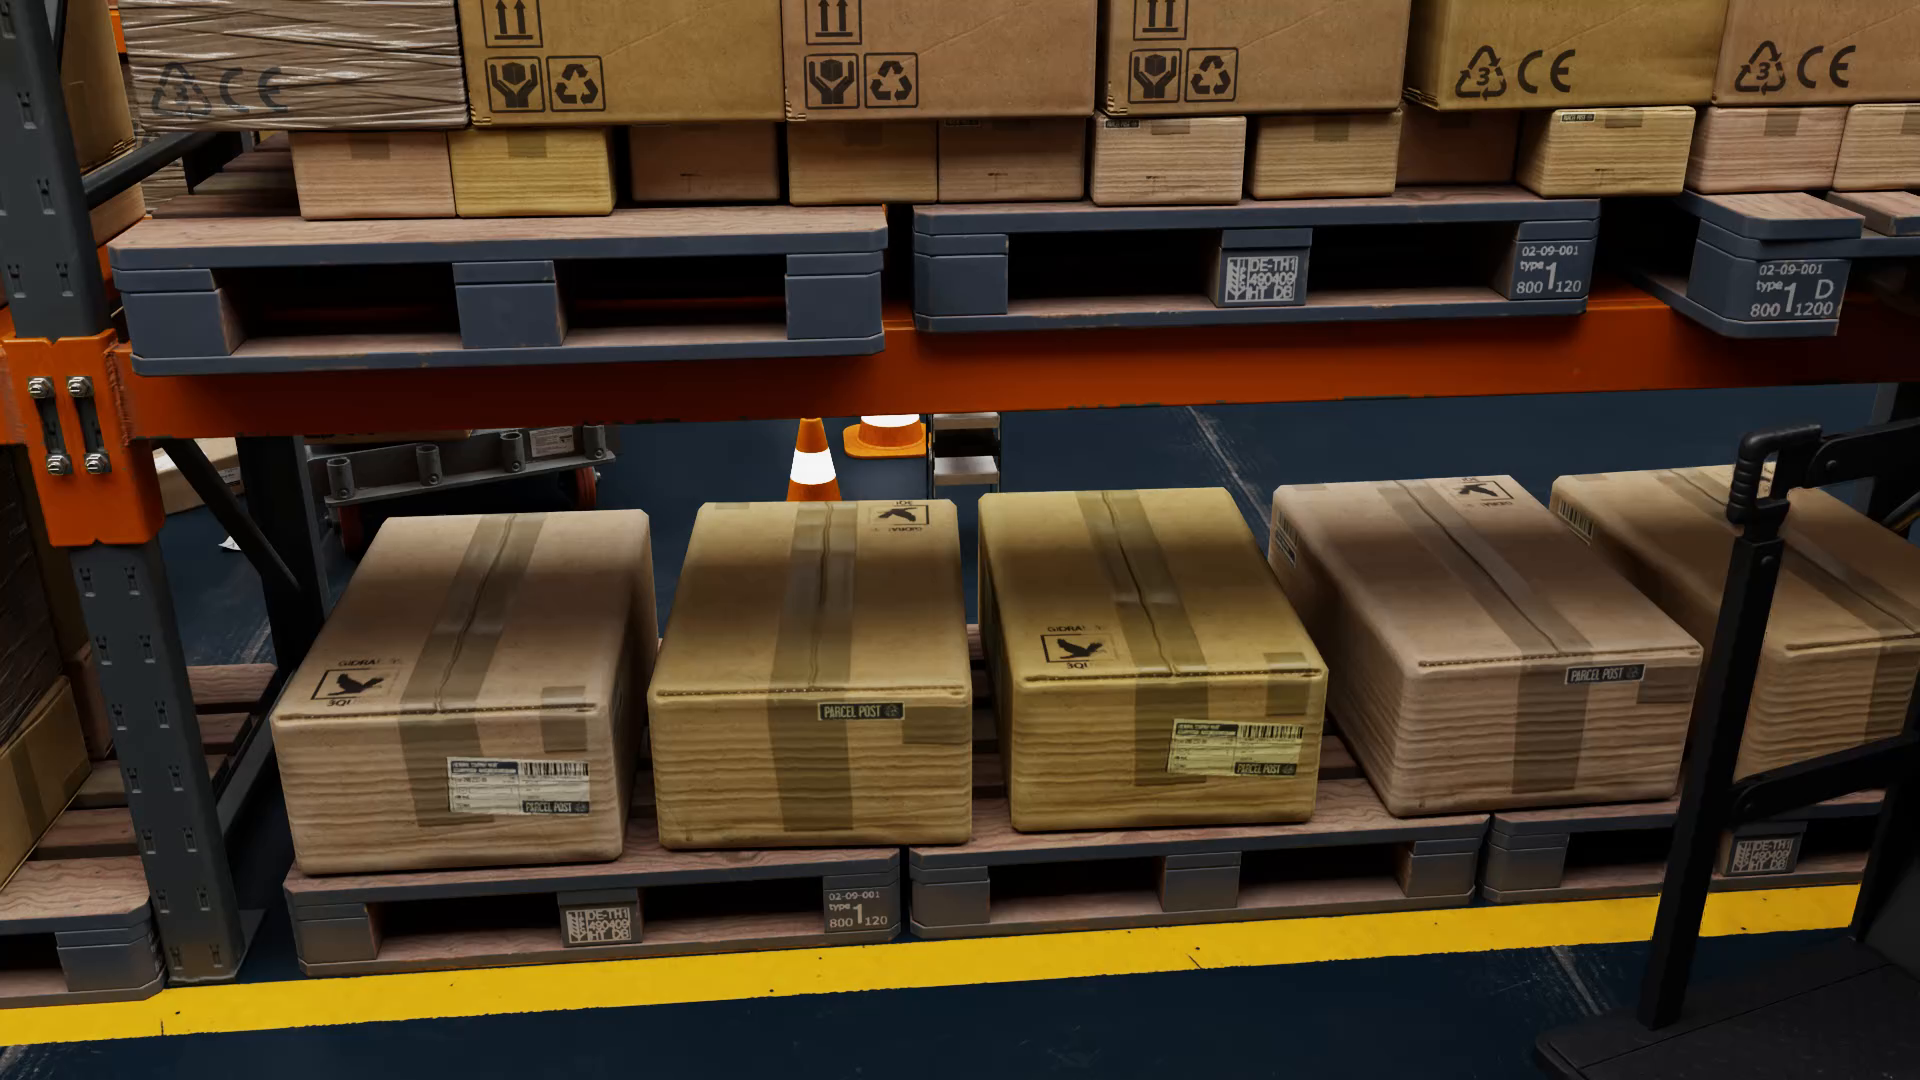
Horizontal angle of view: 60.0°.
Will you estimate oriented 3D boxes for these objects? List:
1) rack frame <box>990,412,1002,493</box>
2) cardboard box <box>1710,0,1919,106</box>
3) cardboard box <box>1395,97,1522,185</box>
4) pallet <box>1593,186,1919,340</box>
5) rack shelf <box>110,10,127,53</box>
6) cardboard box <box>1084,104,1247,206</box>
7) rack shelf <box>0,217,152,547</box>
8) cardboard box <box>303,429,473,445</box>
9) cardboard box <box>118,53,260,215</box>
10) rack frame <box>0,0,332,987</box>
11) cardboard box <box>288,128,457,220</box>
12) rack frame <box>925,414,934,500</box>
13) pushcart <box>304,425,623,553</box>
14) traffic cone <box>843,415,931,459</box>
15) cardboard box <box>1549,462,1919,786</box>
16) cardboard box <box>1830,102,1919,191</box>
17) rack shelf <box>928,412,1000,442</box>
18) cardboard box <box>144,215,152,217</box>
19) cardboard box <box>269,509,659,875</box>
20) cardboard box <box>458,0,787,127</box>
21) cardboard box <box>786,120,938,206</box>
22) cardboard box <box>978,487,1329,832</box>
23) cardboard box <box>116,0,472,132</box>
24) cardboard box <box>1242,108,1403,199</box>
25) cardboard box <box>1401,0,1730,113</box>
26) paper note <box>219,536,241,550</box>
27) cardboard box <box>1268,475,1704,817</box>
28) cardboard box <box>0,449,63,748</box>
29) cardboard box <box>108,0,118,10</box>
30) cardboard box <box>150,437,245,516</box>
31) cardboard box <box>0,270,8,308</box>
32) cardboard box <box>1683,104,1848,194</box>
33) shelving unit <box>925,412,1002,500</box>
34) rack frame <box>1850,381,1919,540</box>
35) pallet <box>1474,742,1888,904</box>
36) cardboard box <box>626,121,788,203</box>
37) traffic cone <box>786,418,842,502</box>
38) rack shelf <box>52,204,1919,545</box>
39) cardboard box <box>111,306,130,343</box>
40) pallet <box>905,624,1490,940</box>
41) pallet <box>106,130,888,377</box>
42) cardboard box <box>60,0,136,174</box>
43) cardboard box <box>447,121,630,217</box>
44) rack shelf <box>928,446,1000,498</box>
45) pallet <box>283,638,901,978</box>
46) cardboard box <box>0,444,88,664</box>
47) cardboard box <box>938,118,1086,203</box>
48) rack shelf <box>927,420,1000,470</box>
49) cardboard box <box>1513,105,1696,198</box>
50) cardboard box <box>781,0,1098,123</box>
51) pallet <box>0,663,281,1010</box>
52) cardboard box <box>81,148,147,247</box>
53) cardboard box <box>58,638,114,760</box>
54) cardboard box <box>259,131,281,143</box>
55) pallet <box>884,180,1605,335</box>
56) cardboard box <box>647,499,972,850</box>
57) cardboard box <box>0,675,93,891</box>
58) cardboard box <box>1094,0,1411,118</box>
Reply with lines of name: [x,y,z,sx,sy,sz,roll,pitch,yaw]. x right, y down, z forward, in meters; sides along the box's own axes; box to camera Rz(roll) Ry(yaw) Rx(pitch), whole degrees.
rack frame: [0.109,-0.416,5.077,0.006,0.900,0.240,-2,24,-5]
cardboard box: [1.500,-1.073,2.965,0.500,0.500,0.500,-3,24,-6]
cardboard box: [0.844,-0.773,3.089,0.250,0.149,0.380,-2,24,-5]
pallet: [1.740,-0.696,3.359,1.003,0.211,1.213,-2,24,-5]
rack shelf: [-4.119,-2.284,7.580,4.000,0.370,1.077,-2,24,-5]
cardboard box: [0.339,-0.708,2.941,0.250,0.149,0.380,-1,24,-3]
rack shelf: [-3.532,-0.287,3.088,4.000,0.370,1.077,-2,24,-5]
cardboard box: [-1.747,-0.618,5.091,0.500,0.500,0.500,-2,24,-5]
cardboard box: [-3.658,-1.879,7.883,0.875,0.875,0.875,-2,24,-5]
rack frame: [-1.542,-0.695,3.122,0.127,3.000,1.000,-2,24,-5]
cardboard box: [-0.961,-0.667,2.850,0.250,0.149,0.380,-2,24,-4]
rack frame: [-0.093,-0.407,5.059,0.006,0.900,0.240,-2,24,-5]
pushcart: [-1.816,-0.417,5.723,0.936,0.377,1.648,-11,26,-23]
traffic cone: [-0.255,-0.567,5.957,0.334,0.463,0.336,-2,24,-5]
cardboard box: [1.876,0.172,3.888,0.625,0.372,0.950,-4,24,-9]
cardboard box: [1.630,-0.756,3.050,0.250,0.149,0.380,-2,24,-6]
rack shelf: [0.008,-0.381,5.081,0.200,0.077,0.258,-2,24,-5]
cardboard box: [-3.573,-1.074,7.048,0.500,0.500,0.500,2,24,4]
cardboard box: [-1.020,0.291,3.619,0.625,0.372,0.950,-2,24,-4]
cardboard box: [-0.549,-0.992,2.782,0.500,0.500,0.500,-2,24,-5]
cardboard box: [-0.177,-0.709,2.944,0.250,0.149,0.380,-2,24,-4]
cardboard box: [0.387,0.233,3.751,0.625,0.372,0.950,-2,24,-3]
cardboard box: [-1.047,-0.972,2.737,0.500,0.500,0.500,-2,24,-4]
cardboard box: [0.602,-0.730,2.992,0.250,0.149,0.380,-3,24,-7]
cardboard box: [0.998,-1.052,2.918,0.500,0.500,0.500,-4,24,-9]
paper note: [-2.237,-0.007,5.228,0.142,0.019,0.148,-2,24,-5]
cardboard box: [1.142,0.205,3.814,0.625,0.372,0.950,-3,24,-6]
cardboard box: [-2.104,0.159,3.145,0.500,0.500,0.500,-3,24,-6]
cardboard box: [-3.589,-2.736,7.528,0.550,0.550,0.875,-2,24,-5]
cardboard box: [-2.563,-0.281,5.555,0.258,0.266,0.396,22,32,40]
cardboard box: [-1.832,-0.445,2.867,0.250,0.149,0.380,-3,24,-6]
cardboard box: [1.379,-0.749,3.035,0.250,0.149,0.380,-3,24,-8]
shelving unit: [0.008,-0.412,5.068,0.210,0.900,0.258,-2,24,-5]
rack frame: [2.439,-0.855,3.481,0.127,3.000,1.000,-2,24,-5]
pallet: [1.661,0.450,3.978,1.213,0.211,1.003,-2,24,-5]
cardboard box: [-0.437,-0.716,2.959,0.250,0.149,0.380,-1,24,-2]
traffic cone: [-0.445,-0.152,5.021,0.334,0.463,0.336,-2,24,-5]
rack shelf: [0.449,-0.447,3.447,4.000,0.370,1.077,-2,24,-5]
cardboard box: [-3.093,-0.591,5.793,0.503,0.637,0.797,-2,24,-5]
pallet: [0.450,0.497,3.872,1.213,0.211,1.003,-2,24,-5]
pallet: [-0.767,-0.580,3.097,1.213,0.211,1.003,-2,24,-5]
cardboard box: [-2.007,-0.972,3.255,0.500,0.500,0.500,-2,24,-5]
cardboard box: [-0.711,-0.673,2.864,0.250,0.149,0.380,-2,24,-4]
rack shelf: [0.008,-0.217,5.155,0.200,0.077,0.258,-2,24,-5]
pallet: [-0.767,0.547,3.759,1.213,0.211,1.003,-2,24,-5]
cardboard box: [-2.155,-0.059,3.635,0.500,0.500,0.500,-1,24,-3]
cardboard box: [0.070,-0.718,2.965,0.250,0.149,0.380,-2,24,-5]
rack shelf: [0.008,-0.299,5.118,0.200,0.077,0.258,-2,24,-5]
cardboard box: [1.106,-0.732,2.997,0.250,0.149,0.380,-2,24,-4]
cardboard box: [-0.055,-1.006,2.814,0.500,0.500,0.500,-2,24,-5]
pallet: [-2.207,0.620,3.595,1.213,0.211,1.003,-2,24,-5]
cardboard box: [-1.887,-0.698,3.436,0.250,0.149,0.380,-2,24,-5]
cardboard box: [-2.155,0.284,3.787,0.500,0.250,0.500,-3,24,-8]
cardboard box: [-2.762,-1.916,7.967,0.875,0.875,0.875,-2,24,-4]
pallet: [0.473,-0.672,3.305,1.213,0.211,1.003,-2,24,-5]
cardboard box: [-0.305,0.261,3.687,0.625,0.372,0.950,-1,24,-2]
cardboard box: [-2.104,0.501,3.297,0.500,0.250,0.500,-1,24,-3]
cardboard box: [0.455,-1.031,2.870,0.500,0.500,0.500,-3,24,-7]
